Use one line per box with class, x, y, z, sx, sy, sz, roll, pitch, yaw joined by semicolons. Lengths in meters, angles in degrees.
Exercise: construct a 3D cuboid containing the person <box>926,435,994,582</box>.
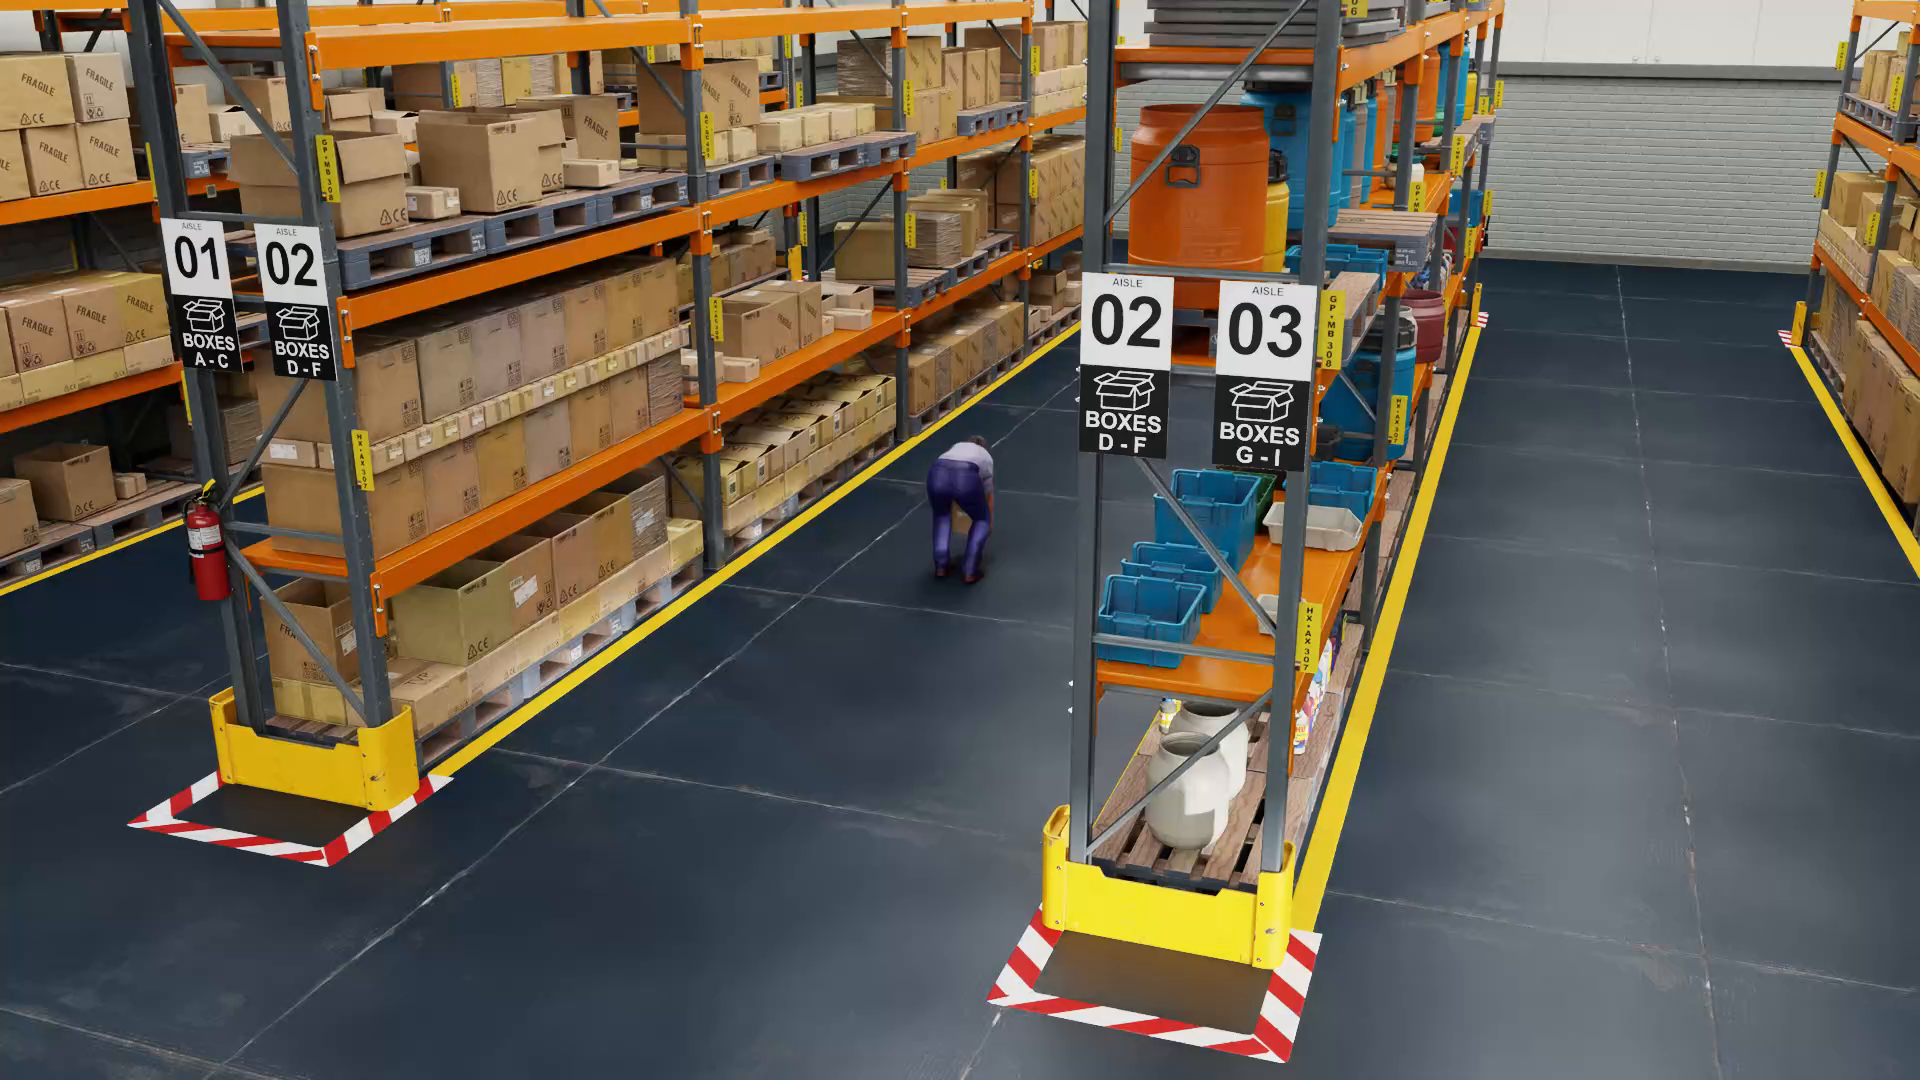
person;0.039;-0.252;12.831;0.471;1.005;0.910;6;20;16
